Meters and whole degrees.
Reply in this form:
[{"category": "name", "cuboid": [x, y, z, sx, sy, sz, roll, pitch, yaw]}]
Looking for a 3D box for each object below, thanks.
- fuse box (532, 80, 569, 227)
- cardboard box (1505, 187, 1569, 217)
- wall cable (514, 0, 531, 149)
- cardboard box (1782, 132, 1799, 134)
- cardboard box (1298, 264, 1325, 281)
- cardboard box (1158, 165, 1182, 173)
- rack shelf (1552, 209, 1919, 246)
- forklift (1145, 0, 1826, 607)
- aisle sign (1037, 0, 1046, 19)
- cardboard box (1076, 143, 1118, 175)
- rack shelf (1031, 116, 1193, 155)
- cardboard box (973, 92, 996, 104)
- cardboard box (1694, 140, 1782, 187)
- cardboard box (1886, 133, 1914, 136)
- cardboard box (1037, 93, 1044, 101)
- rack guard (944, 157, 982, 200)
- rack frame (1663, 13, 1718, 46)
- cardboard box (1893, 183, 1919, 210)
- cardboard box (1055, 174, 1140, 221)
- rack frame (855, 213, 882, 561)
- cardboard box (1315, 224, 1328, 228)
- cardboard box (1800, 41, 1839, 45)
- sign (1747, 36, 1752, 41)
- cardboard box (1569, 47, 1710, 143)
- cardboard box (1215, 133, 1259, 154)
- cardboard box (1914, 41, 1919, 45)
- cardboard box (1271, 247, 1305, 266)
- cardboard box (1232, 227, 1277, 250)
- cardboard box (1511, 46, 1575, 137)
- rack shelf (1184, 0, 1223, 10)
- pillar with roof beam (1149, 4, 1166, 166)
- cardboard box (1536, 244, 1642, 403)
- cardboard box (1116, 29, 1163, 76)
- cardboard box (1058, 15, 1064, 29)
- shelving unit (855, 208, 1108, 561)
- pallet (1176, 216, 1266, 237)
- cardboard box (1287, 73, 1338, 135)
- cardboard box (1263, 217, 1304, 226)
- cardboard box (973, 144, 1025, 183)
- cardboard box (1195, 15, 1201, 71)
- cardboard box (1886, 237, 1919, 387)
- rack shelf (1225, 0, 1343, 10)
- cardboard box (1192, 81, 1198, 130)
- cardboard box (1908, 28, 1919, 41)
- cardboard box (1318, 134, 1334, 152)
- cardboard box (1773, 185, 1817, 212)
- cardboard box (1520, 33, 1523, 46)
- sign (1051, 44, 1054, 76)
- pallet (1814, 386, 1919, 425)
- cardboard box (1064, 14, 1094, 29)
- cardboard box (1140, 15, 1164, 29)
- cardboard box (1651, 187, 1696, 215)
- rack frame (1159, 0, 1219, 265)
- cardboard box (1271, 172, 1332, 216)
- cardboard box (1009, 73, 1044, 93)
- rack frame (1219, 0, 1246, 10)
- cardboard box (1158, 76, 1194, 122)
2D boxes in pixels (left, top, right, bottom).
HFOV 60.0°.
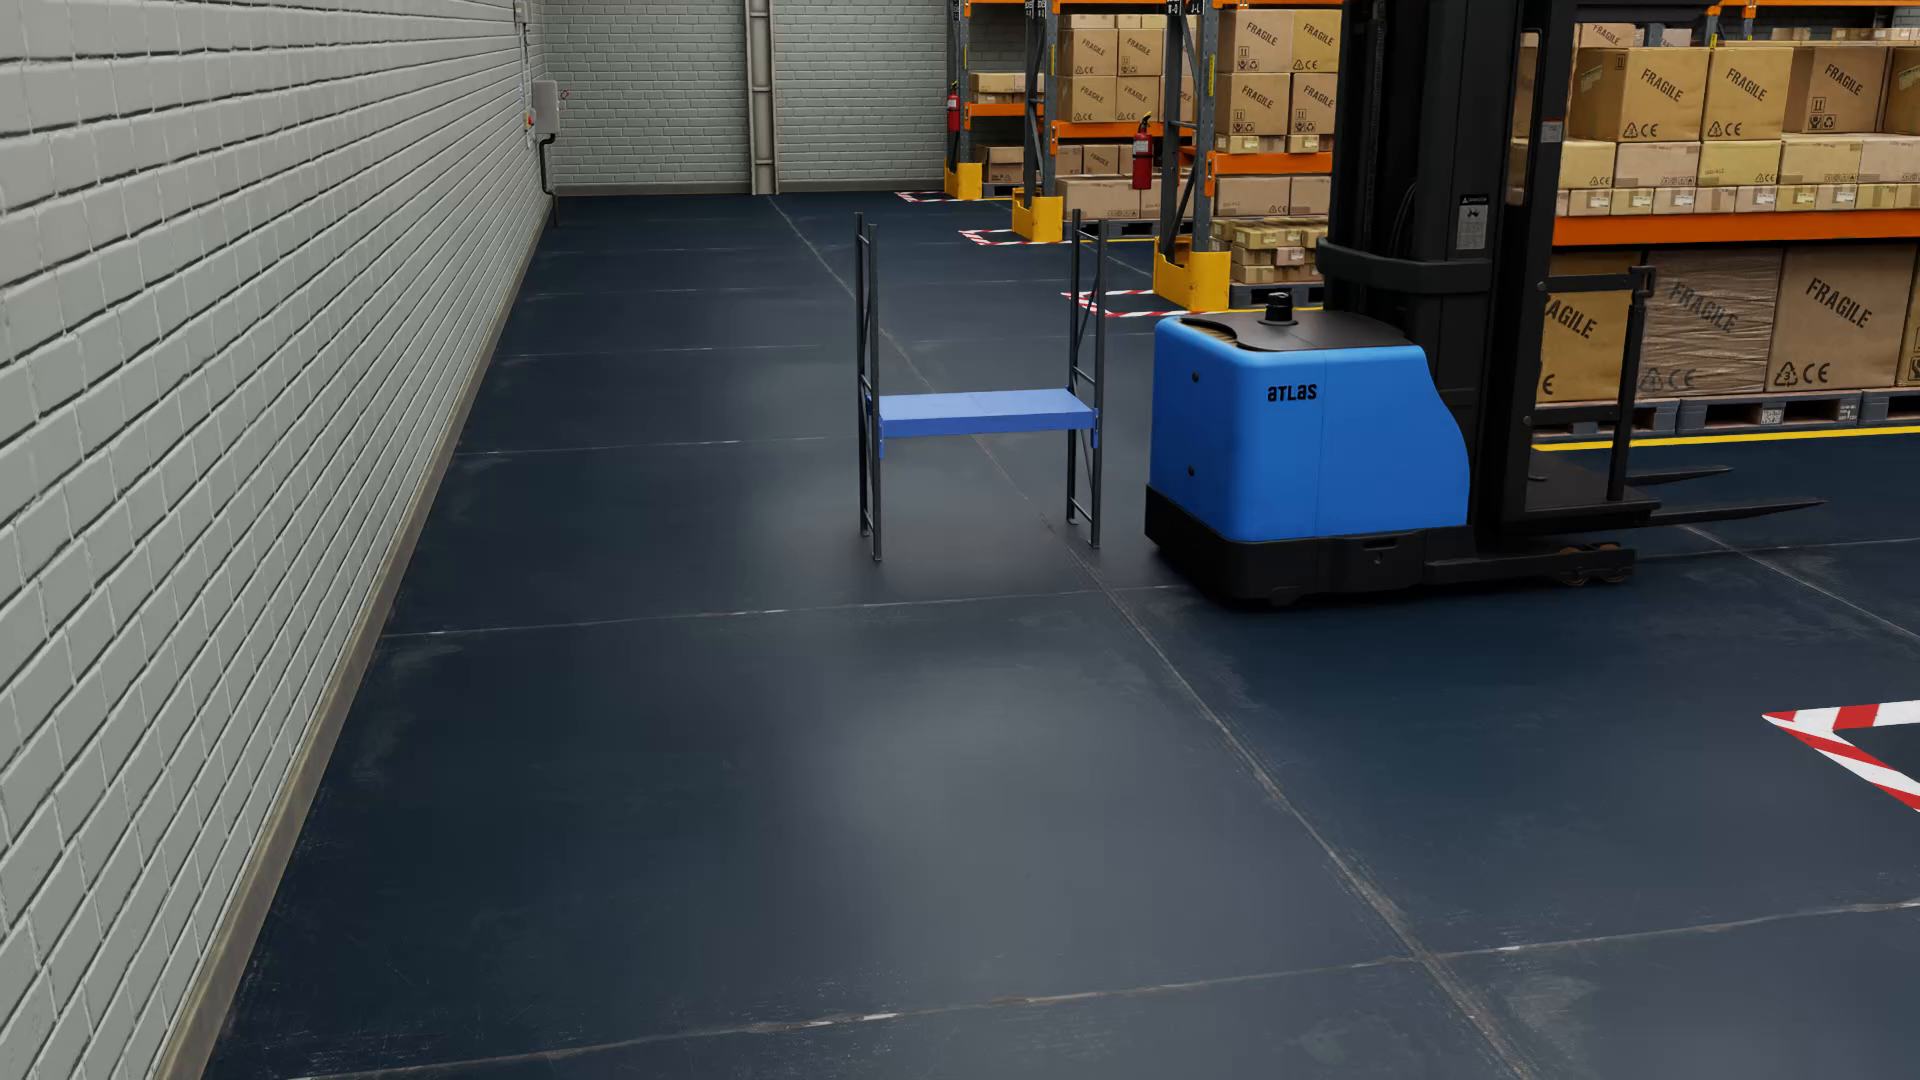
[{"category": "fuse box", "cuboid": [-4.877, -4.635, 19.988, 0.414, 1.711, 0.539, -3, 17, -10]}, {"category": "cardboard box", "cuboid": [3.202, -1.906, 9.336, 0.250, 0.149, 0.380, -3, 17, -10]}, {"category": "wall cable", "cuboid": [-4.621, -5.138, 17.647, 0.123, 1.953, 0.585, -3, 17, -10]}, {"category": "cardboard box", "cuboid": [4.724, -2.362, 10.142, 0.500, 0.250, 0.500, -3, 17, -10]}, {"category": "cardboard box", "cuboid": [3.008, -2.366, 14.545, 0.250, 0.149, 0.380, -3, 17, -10]}, {"category": "cardboard box", "cuboid": [3.051, -5.370, 24.127, 0.258, 0.266, 0.396, -3, 17, -8]}, {"category": "rack shelf", "cuboid": [4.754, -1.869, 10.013, 4.000, 0.370, 1.077, -3, 17, -10]}, {"category": "forklift", "cuboid": [2.425, -1.345, 7.200, 3.031, 2.935, 1.130, -4, 18, -14]}, {"category": "aisle sign", "cuboid": [0.895, -6.113, 18.179, 0.004, 0.787, 0.394, -3, 17, -10]}, {"category": "cardboard box", "cuboid": [1.968, -5.438, 23.952, 0.500, 0.500, 0.500, -3, 17, -9]}, {"category": "rack shelf", "cuboid": [2.874, -4.726, 19.314, 4.000, 0.370, 1.077, -3, 17, -10]}, {"category": "cardboard box", "cuboid": [0.340, -6.208, 23.343, 0.250, 0.149, 0.380, -3, 17, -11]}, {"category": "cardboard box", "cuboid": [4.316, -2.179, 9.545, 0.500, 0.250, 0.500, -4, 17, -12]}, {"category": "cardboard box", "cuboid": [5.827, -2.265, 9.826, 0.500, 0.250, 0.500, -3, 17, -9]}, {"category": "cardboard box", "cuboid": [1.092, -6.257, 23.501, 0.250, 0.149, 0.380, -3, 17, -9]}, {"category": "rack guard", "cuboid": [0.040, -5.198, 23.884, 0.348, 0.500, 1.175, -3, 17, -10]}, {"category": "rack frame", "cuboid": [8.765, -5.404, 20.296, 0.127, 3.000, 1.000, -3, 17, -10]}, {"category": "cardboard box", "cuboid": [5.470, -2.035, 9.757, 0.250, 0.149, 0.380, -3, 17, -9]}, {"category": "cardboard box", "cuboid": [1.540, -4.000, 19.374, 0.875, 0.438, 0.875, -4, 17, -12]}, {"category": "rack frame", "cuboid": [-0.415, -0.693, 7.515, 0.032, 1.500, 0.500, -3, 17, -10]}, {"category": "cardboard box", "cuboid": [3.275, -2.655, 14.475, 0.250, 0.149, 0.380, -4, 18, -13]}, {"category": "cardboard box", "cuboid": [10.281, -5.815, 20.244, 0.500, 0.500, 0.500, -3, 17, -10]}, {"category": "sign", "cuboid": [11.860, -7.417, 25.014, 0.005, 0.325, 0.100, -3, 17, -10]}, {"category": "cardboard box", "cuboid": [3.804, -2.507, 9.337, 0.500, 0.500, 0.500, -4, 17, -12]}, {"category": "cardboard box", "cuboid": [2.329, -3.340, 14.006, 0.250, 0.149, 0.380, -3, 17, -11]}, {"category": "cardboard box", "cuboid": [11.796, -5.897, 20.511, 0.500, 0.500, 0.500, -3, 17, -10]}, {"category": "cardboard box", "cuboid": [2.792, -2.471, 14.382, 0.250, 0.149, 0.380, -3, 17, -11]}, {"category": "cardboard box", "cuboid": [2.528, -2.590, 14.264, 0.250, 0.149, 0.380, -4, 18, -13]}, {"category": "cardboard box", "cuboid": [3.219, -2.633, 9.748, 0.500, 0.500, 0.500, -3, 17, -10]}, {"category": "rack shelf", "cuboid": [3.913, -4.738, 14.246, 4.000, 0.370, 1.077, -3, 17, -10]}, {"category": "pillar with roof beam", "cuboid": [3.855, -8.459, 20.027, 0.400, 9.000, 9.100, -3, 17, -10]}, {"category": "cardboard box", "cuboid": [3.404, -1.345, 9.986, 0.875, 0.875, 0.875, -3, 17, -10]}, {"category": "cardboard box", "cuboid": [1.942, -5.459, 18.604, 0.500, 0.500, 0.500, -4, 17, -12]}, {"category": "cardboard box", "cuboid": [1.225, -5.872, 18.842, 0.250, 0.149, 0.380, -3, 17, -10]}, {"category": "shelving unit", "cuboid": [0.084, -0.722, 7.607, 1.048, 1.500, 0.538, -3, 17, -10]}, {"category": "pallet", "cuboid": [2.876, -3.759, 19.691, 1.213, 0.211, 1.003, -3, 17, -10]}, {"category": "cardboard box", "cuboid": [2.963, -3.709, 14.103, 0.500, 0.500, 0.500, -3, 17, -10]}, {"category": "cardboard box", "cuboid": [2.908, -2.810, 14.979, 0.250, 0.149, 0.380, -4, 17, -12]}, {"category": "cardboard box", "cuboid": [0.584, -5.403, 23.831, 0.637, 0.503, 0.797, -4, 18, -13]}, {"category": "cardboard box", "cuboid": [2.351, -4.302, 14.329, 0.500, 0.500, 0.500, -4, 17, -12]}, {"category": "cardboard box", "cuboid": [6.055, -1.496, 10.476, 0.875, 0.875, 0.875, -3, 17, -10]}, {"category": "rack shelf", "cuboid": [5.856, -7.813, 24.257, 4.000, 0.370, 1.077, -3, 17, -10]}, {"category": "cardboard box", "cuboid": [2.341, -3.826, 14.483, 0.500, 0.500, 0.500, -3, 17, -9]}, {"category": "cardboard box", "cuboid": [11.608, -6.194, 20.374, 0.250, 0.149, 0.380, -4, 17, -12]}, {"category": "cardboard box", "cuboid": [3.074, -3.420, 14.265, 0.250, 0.149, 0.380, -2, 17, -8]}, {"category": "cardboard box", "cuboid": [4.712, -1.992, 9.616, 0.250, 0.149, 0.380, -4, 17, -12]}, {"category": "cardboard box", "cuboid": [4.454, -4.269, 14.221, 0.500, 0.500, 0.500, -3, 17, -9]}, {"category": "sign", "cuboid": [1.010, -5.250, 18.185, 0.005, 0.325, 0.100, -3, 17, -10]}, {"category": "pallet", "cuboid": [5.956, -0.971, 10.615, 1.213, 0.211, 1.003, -3, 17, -10]}, {"category": "cardboard box", "cuboid": [1.312, -5.734, 18.393, 0.250, 0.149, 0.380, -3, 17, -9]}, {"category": "cardboard box", "cuboid": [2.087, -5.770, 18.512, 0.250, 0.149, 0.380, -4, 17, -12]}, {"category": "cardboard box", "cuboid": [3.960, -1.950, 9.479, 0.250, 0.149, 0.380, -4, 17, -11]}, {"category": "rack frame", "cuboid": [1.949, -3.537, 14.218, 0.127, 3.000, 1.000, -3, 17, -10]}, {"category": "cardboard box", "cuboid": [4.201, -4.153, 19.872, 0.875, 0.438, 0.875, -3, 17, -11]}, {"category": "cardboard box", "cuboid": [0.957, -6.435, 23.403, 0.500, 0.250, 0.500, -3, 17, -10]}, {"category": "rack frame", "cuboid": [3.893, -6.612, 24.229, 0.127, 3.000, 1.000, -3, 17, -10]}, {"category": "cardboard box", "cuboid": [2.431, -5.009, 18.842, 0.500, 0.500, 0.500, -3, 17, -11]}]
